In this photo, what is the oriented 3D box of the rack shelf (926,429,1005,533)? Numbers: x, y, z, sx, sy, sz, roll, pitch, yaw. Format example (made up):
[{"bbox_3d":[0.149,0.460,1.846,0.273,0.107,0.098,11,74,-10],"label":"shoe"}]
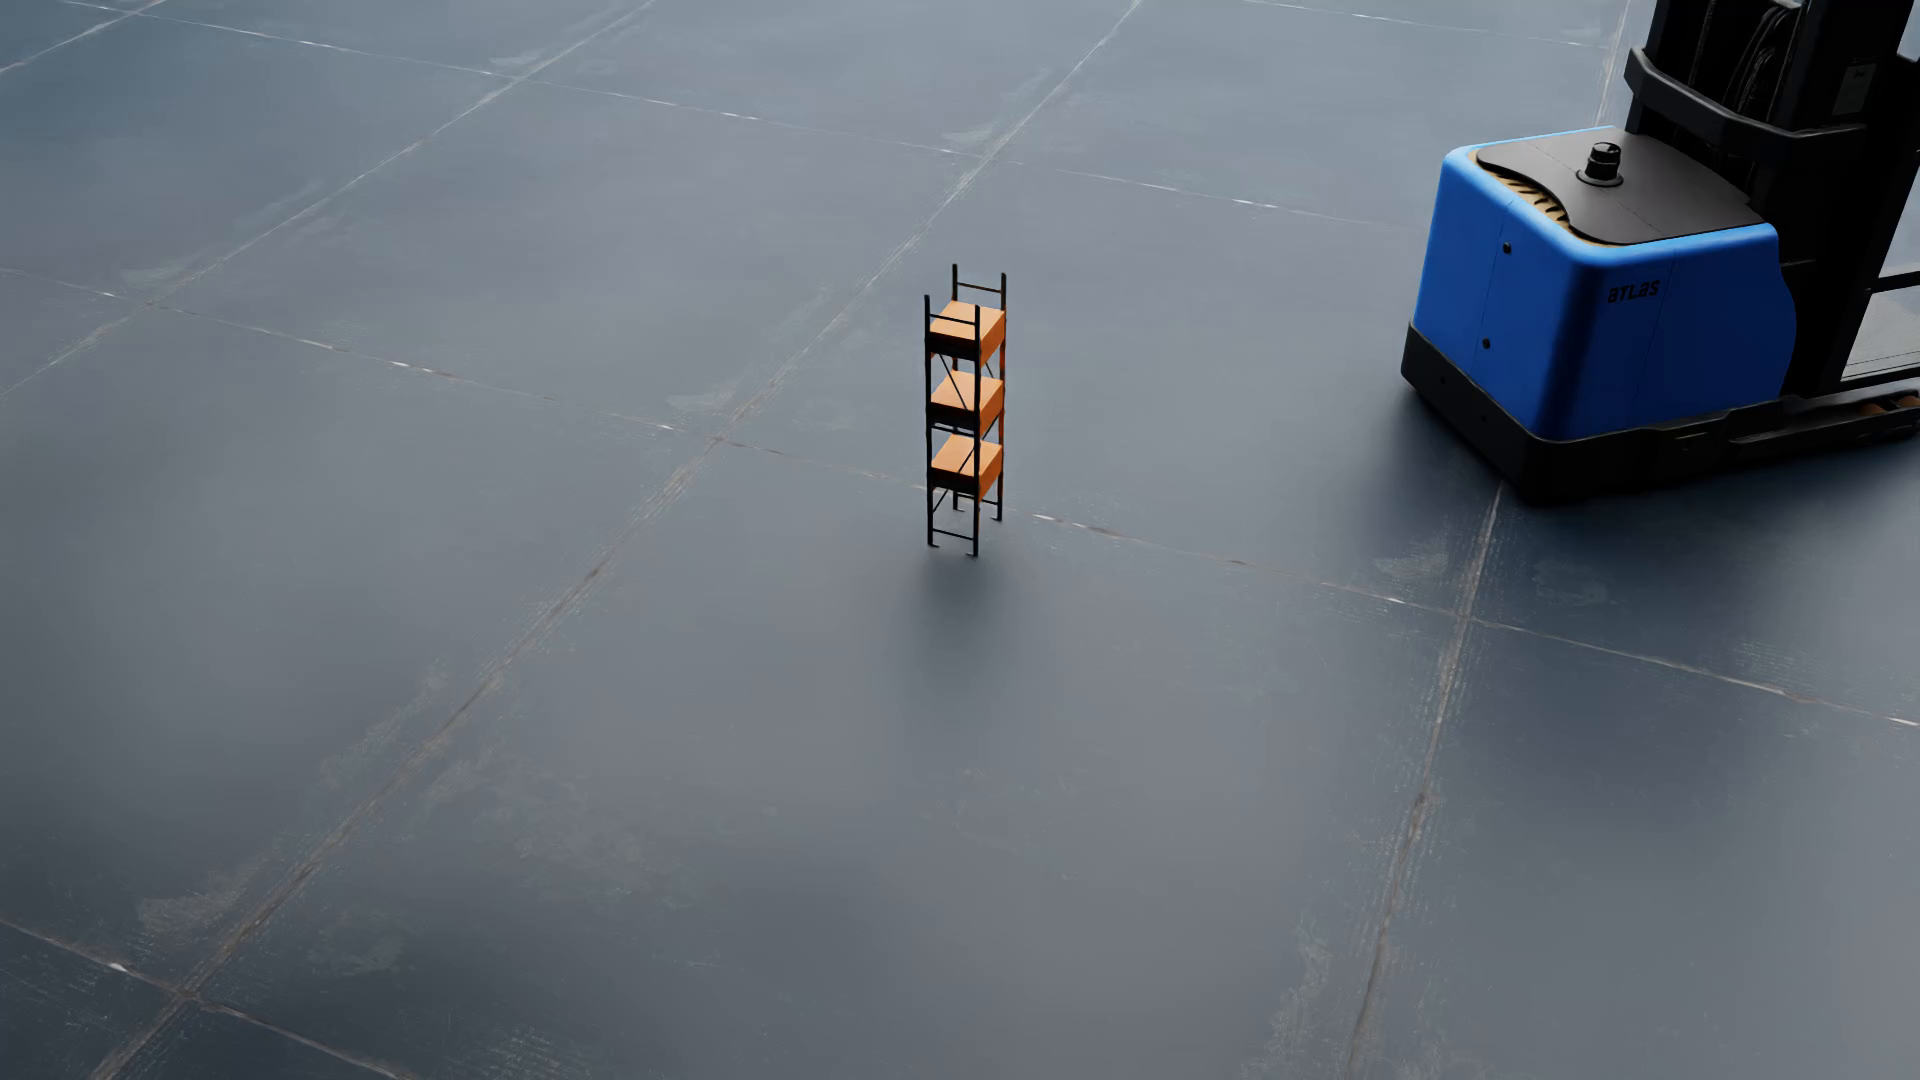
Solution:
[{"bbox_3d":[0.020,-0.219,6.148,0.215,0.259,0.240,14,39,18],"label":"rack shelf"}]

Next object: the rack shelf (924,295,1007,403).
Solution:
[{"bbox_3d":[0.020,-0.669,5.812,0.215,0.259,0.240,14,39,18],"label":"rack shelf"}]

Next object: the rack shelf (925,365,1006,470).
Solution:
[{"bbox_3d":[0.020,-0.442,5.982,0.215,0.259,0.240,14,39,18],"label":"rack shelf"}]

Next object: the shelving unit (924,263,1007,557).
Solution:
[{"bbox_3d":[0.020,-0.450,5.975,0.215,1.050,0.252,14,39,18],"label":"shelving unit"}]

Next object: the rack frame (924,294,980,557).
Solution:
[{"bbox_3d":[-0.026,-0.383,5.885,0.200,1.050,0.008,14,39,18],"label":"rack frame"}]

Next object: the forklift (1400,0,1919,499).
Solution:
[{"bbox_3d":[3.451,-1.849,6.275,3.031,2.935,1.130,-11,38,-14],"label":"forklift"}]

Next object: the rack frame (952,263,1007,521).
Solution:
[{"bbox_3d":[0.067,-0.518,6.066,0.200,1.050,0.008,14,39,18],"label":"rack frame"}]
